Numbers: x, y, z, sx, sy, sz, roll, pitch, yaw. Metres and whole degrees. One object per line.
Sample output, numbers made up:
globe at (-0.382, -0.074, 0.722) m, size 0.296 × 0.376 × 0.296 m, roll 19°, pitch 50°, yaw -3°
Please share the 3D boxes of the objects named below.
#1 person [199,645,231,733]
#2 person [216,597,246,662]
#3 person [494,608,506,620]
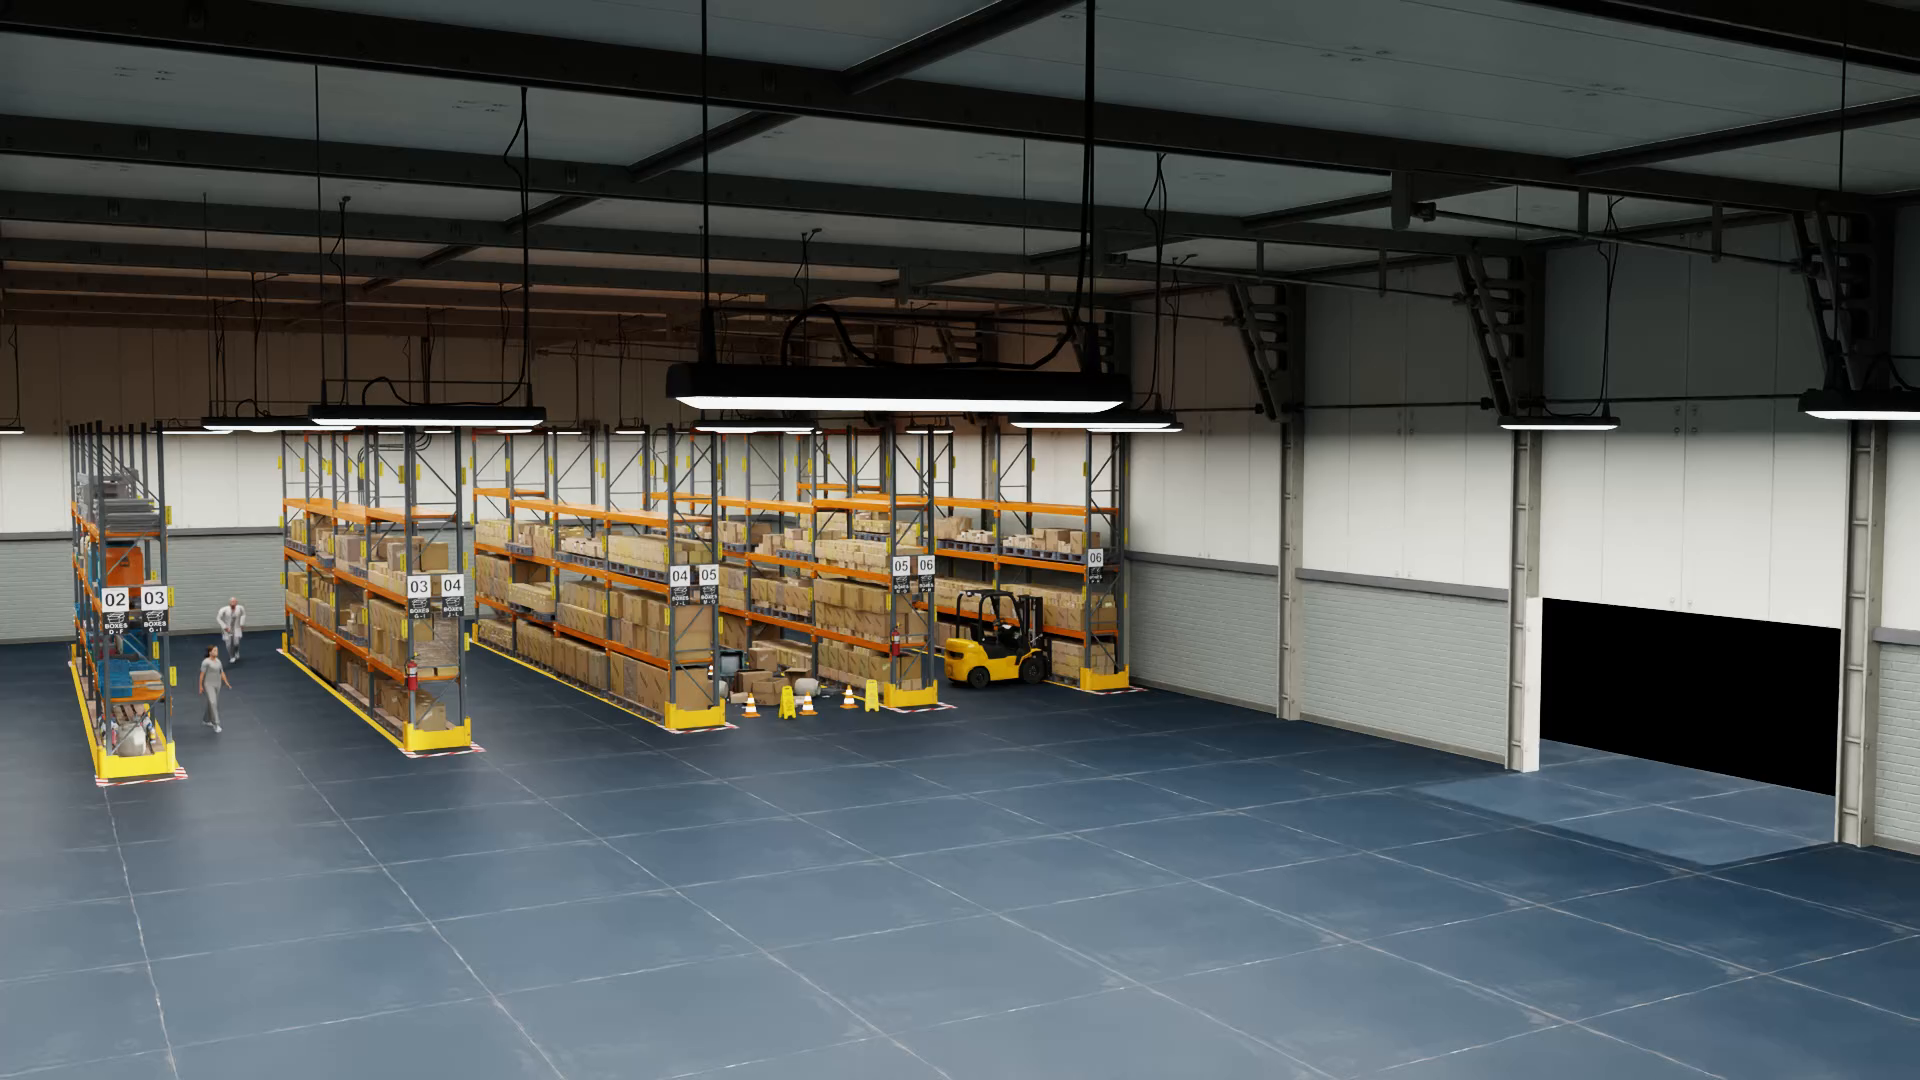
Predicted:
person at (-14.614, 2.888, 32.598) m, size 0.875 × 1.675 × 0.553 m, roll 2°, pitch 4°, yaw 34°
person at (-18.518, 2.280, 42.264) m, size 0.674 × 1.682 × 0.669 m, roll -1°, pitch 4°, yaw -22°
person at (-13.298, 1.895, 48.306) m, size 0.547 × 1.703 × 0.899 m, roll 2°, pitch 4°, yaw 35°
